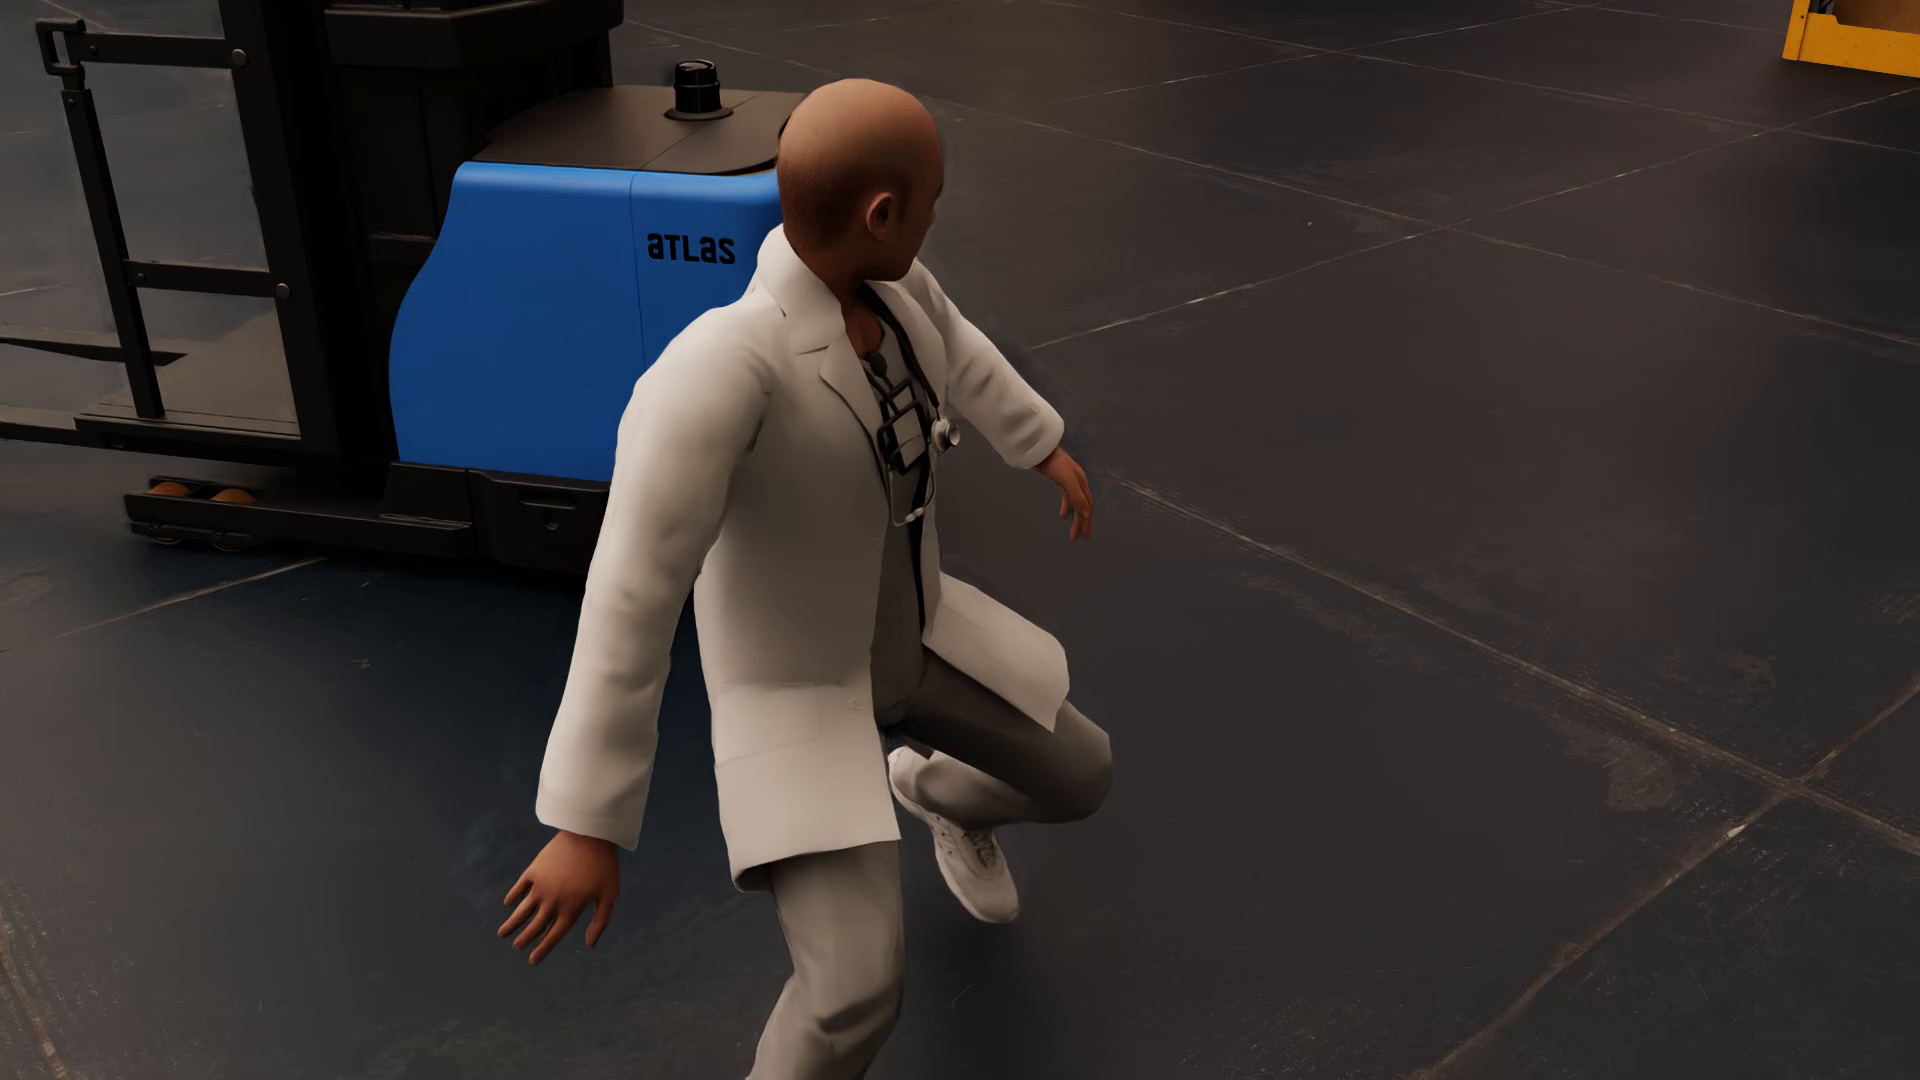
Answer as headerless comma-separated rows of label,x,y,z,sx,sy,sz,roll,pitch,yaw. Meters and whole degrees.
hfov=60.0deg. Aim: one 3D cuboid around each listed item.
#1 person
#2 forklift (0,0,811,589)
person,-0.181,0.193,2.354,0.541,1.661,1.176,17,31,31
forklift,-1.740,-1.500,4.227,3.031,2.935,1.130,6,27,12
